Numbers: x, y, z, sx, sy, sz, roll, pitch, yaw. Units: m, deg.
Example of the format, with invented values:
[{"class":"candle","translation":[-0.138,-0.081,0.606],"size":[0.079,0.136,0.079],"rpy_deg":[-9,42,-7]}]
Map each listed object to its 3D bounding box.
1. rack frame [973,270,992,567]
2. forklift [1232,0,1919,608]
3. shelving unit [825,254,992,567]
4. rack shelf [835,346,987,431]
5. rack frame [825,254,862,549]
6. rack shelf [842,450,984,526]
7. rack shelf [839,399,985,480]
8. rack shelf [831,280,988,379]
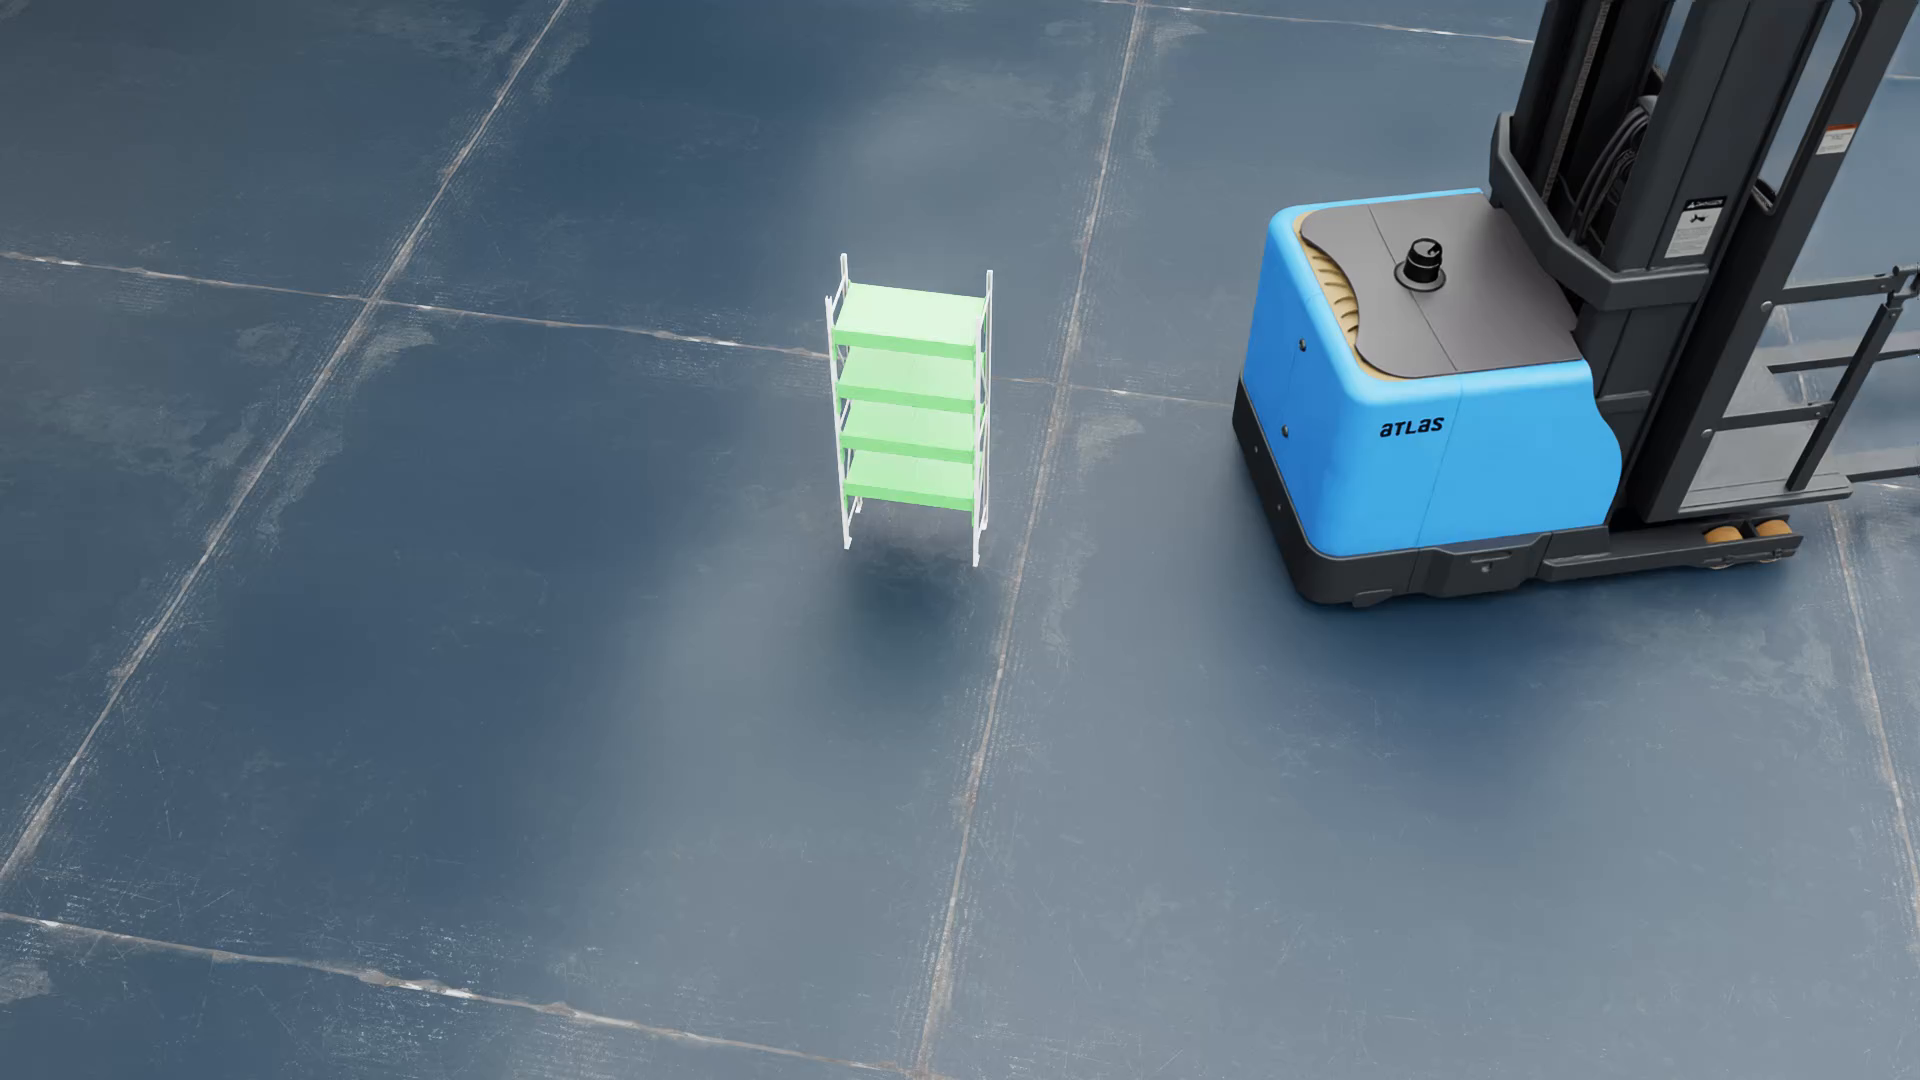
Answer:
[{"class":"rack frame","translation":[0.077,-0.391,5.794],"size":[0.015,1.200,0.240],"rpy_deg":[8,49,7]},{"class":"forklift","translation":[2.638,-1.256,5.408],"size":[3.031,2.935,1.130],"rpy_deg":[-7,48,-6]},{"class":"shelving unit","translation":[-0.163,-0.423,5.823],"size":[0.503,1.200,0.258],"rpy_deg":[8,49,7]},{"class":"rack shelf","translation":[-0.163,-0.541,5.692],"size":[0.480,0.148,0.258],"rpy_deg":[8,49,7]},{"class":"rack frame","translation":[-0.403,-0.455,5.852],"size":[0.015,1.200,0.240],"rpy_deg":[8,49,7]},{"class":"rack shelf","translation":[-0.163,-0.220,6.049],"size":[0.480,0.148,0.258],"rpy_deg":[8,49,7]},{"class":"rack shelf","translation":[-0.163,-0.380,5.871],"size":[0.480,0.148,0.258],"rpy_deg":[8,49,7]},{"class":"rack shelf","translation":[-0.163,-0.701,5.514],"size":[0.480,0.148,0.258],"rpy_deg":[8,49,7]}]
